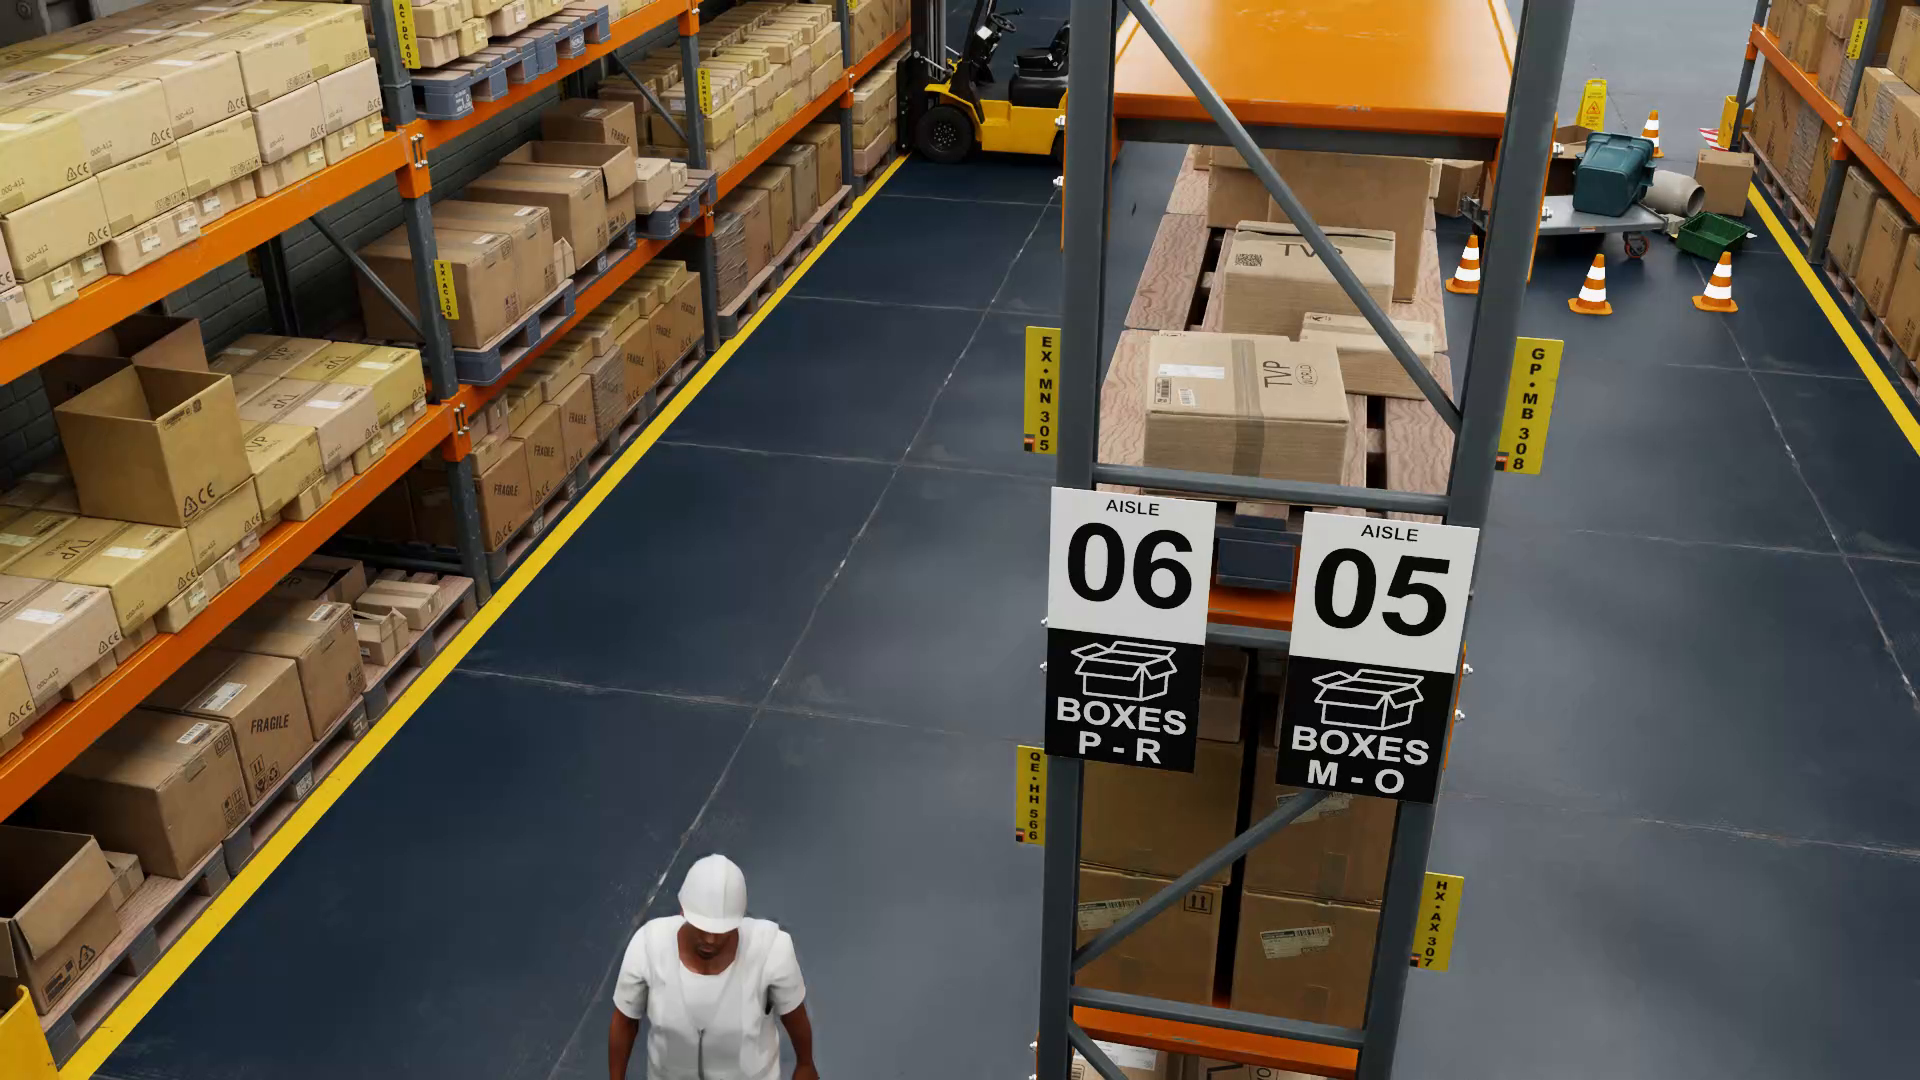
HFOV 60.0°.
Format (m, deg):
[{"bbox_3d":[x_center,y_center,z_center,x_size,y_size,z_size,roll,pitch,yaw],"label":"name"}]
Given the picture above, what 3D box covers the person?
[{"bbox_3d":[-0.808,1.790,5.343,0.645,1.796,0.779,3,29,6],"label":"person"}]
